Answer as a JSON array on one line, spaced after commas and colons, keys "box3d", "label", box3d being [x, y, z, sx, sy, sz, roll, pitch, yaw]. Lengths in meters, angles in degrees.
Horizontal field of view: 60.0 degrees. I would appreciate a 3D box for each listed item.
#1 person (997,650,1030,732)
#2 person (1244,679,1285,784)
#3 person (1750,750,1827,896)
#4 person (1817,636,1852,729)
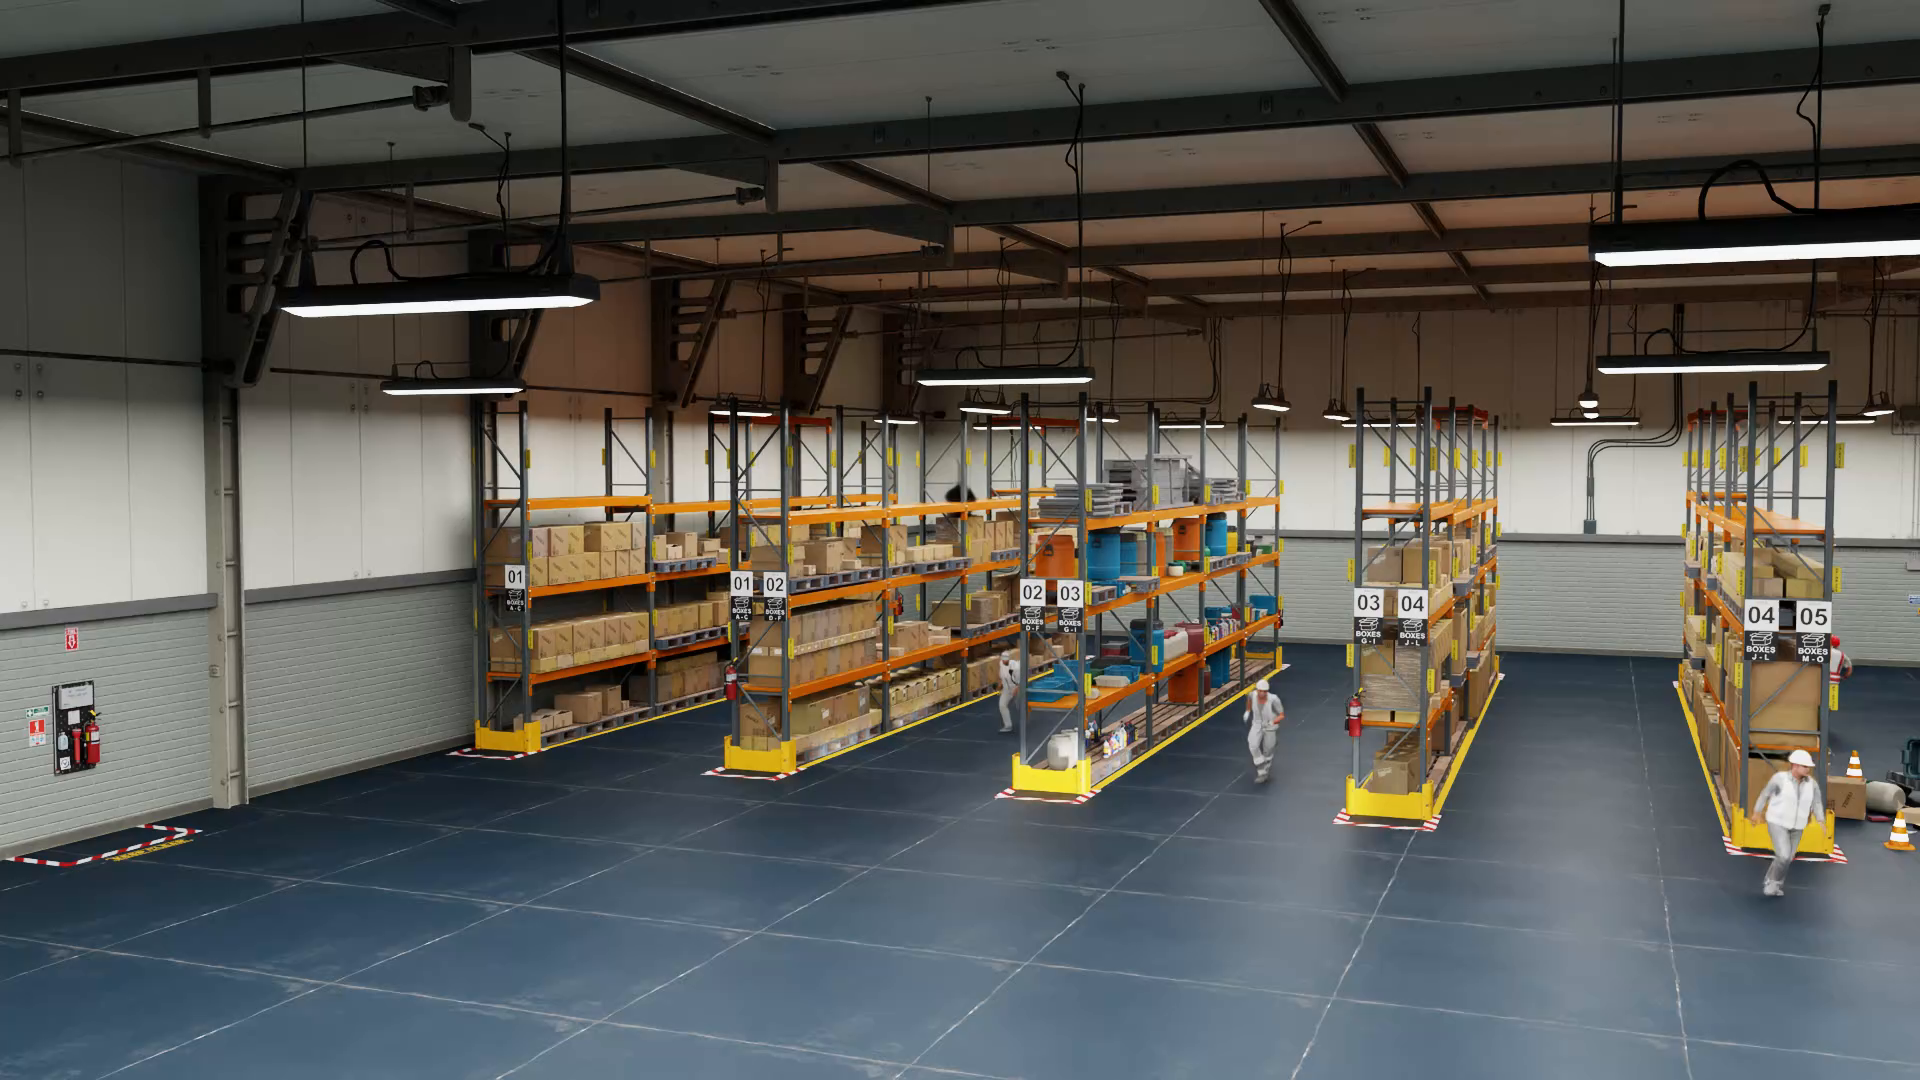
[{"box3d": [1.023, 2.753, 30.671, 0.598, 1.516, 1.093, 2, 3, 32], "label": "person"}, {"box3d": [4.728, 2.917, 25.811, 0.700, 1.602, 1.095, 1, 3, 22], "label": "person"}, {"box3d": [9.405, 3.214, 18.839, 0.633, 1.715, 0.734, 0, 3, -6], "label": "person"}, {"box3d": [16.125, 2.641, 30.783, 0.709, 1.742, 0.581, 1, 3, 16], "label": "person"}]
